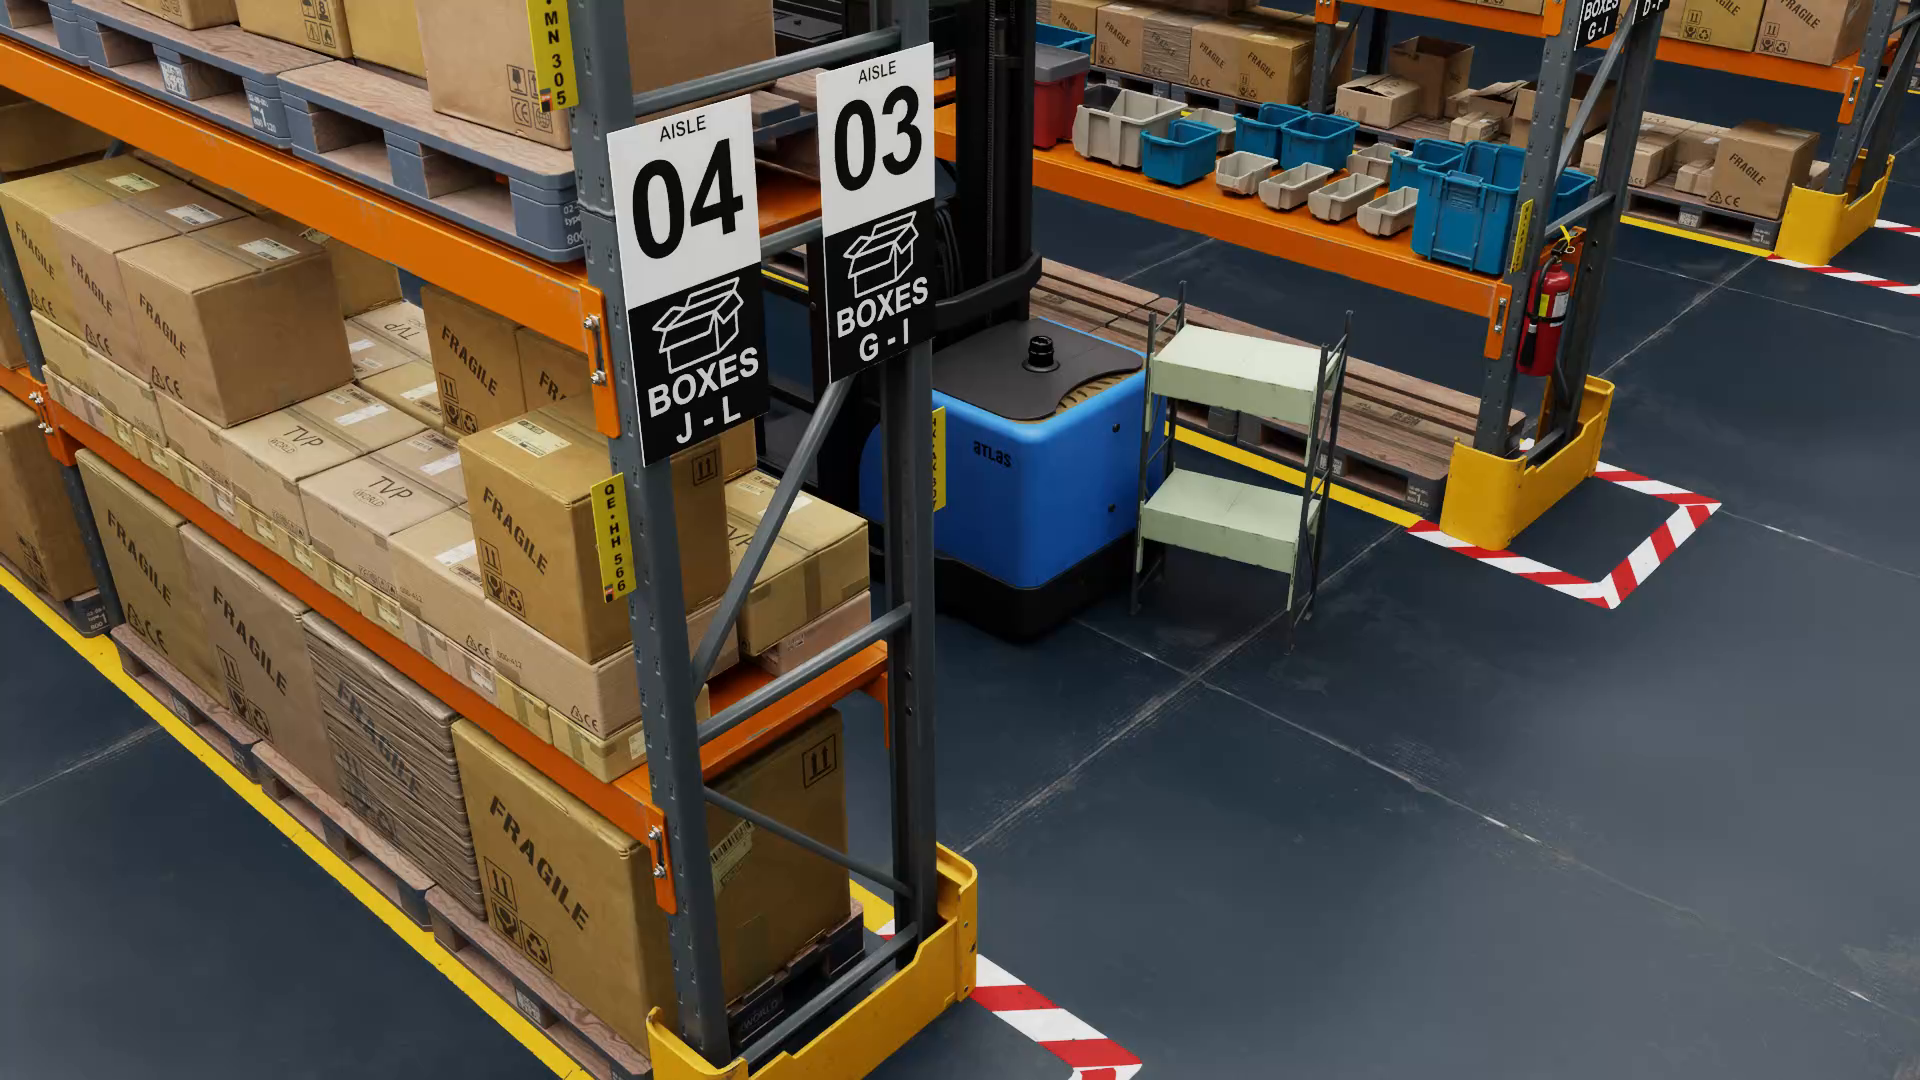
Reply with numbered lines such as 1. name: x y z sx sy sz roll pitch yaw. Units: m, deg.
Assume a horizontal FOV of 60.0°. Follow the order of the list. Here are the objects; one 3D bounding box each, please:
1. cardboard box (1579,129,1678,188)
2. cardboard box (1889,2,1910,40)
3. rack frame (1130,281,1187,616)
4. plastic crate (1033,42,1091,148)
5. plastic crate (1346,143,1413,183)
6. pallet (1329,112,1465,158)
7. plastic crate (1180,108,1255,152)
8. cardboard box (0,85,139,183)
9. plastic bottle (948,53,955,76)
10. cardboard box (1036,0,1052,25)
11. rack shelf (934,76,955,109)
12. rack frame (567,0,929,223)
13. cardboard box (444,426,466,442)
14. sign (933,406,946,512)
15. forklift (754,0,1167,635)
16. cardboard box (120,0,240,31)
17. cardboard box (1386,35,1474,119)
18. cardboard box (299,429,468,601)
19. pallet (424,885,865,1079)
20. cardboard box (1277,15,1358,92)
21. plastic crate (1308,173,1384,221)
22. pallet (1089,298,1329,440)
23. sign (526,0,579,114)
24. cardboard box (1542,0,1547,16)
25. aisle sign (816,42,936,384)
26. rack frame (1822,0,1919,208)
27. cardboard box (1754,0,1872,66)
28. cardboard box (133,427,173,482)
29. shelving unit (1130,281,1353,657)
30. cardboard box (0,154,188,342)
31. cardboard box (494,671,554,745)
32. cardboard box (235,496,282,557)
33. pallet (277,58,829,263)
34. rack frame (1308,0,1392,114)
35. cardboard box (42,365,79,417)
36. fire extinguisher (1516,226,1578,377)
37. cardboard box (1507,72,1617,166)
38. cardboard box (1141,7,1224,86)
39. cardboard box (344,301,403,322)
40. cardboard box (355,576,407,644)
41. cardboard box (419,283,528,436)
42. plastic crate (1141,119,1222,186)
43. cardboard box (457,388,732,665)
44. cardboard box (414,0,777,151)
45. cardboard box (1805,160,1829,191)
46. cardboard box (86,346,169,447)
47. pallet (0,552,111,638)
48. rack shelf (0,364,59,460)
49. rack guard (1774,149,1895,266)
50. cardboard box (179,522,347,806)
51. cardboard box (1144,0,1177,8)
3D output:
1. cardboard box: 4.944 -2.840 12.298 0.500 0.250 0.500 25 39 35
2. cardboard box: 8.560 -4.777 15.293 0.500 0.500 0.700 25 39 35
3. rack frame: 0.884 -0.388 7.440 0.023 1.500 0.400 14 34 22
4. plastic crate: 0.398 -2.535 9.432 0.583 0.464 0.402 25 39 35
5. plastic crate: 2.222 -2.004 8.868 0.298 0.136 0.250 25 39 35
6. pallet: 3.739 -3.347 13.605 1.213 0.211 1.003 25 39 35
7. plastic crate: 1.397 -2.312 9.379 0.466 0.136 0.293 25 39 35
8. cardboard box: -3.899 -1.683 7.068 0.637 0.503 0.797 24 38 34
9. plastic bottle: -0.082 -3.127 10.649 0.133 0.283 0.061 25 39 35
10. cardboard box: 0.803 -4.836 15.371 0.500 0.500 0.500 23 38 33
11. rack shelf: -1.579 -3.271 11.472 4.000 0.370 1.077 25 39 35
12. rack frame: -0.454 -2.178 3.144 0.127 3.000 1.000 25 39 35
13. cardboard box: -1.389 -0.293 5.686 0.500 0.250 0.500 24 38 34
14. sign: -0.077 -0.223 4.796 0.005 0.325 0.100 25 39 35
15. forklift: -0.465 -1.475 7.858 3.031 2.935 1.130 25 39 35
16. cardboard box: -2.111 -1.872 4.943 0.500 0.500 0.700 27 40 37
17. cardboard box: 3.843 -3.808 13.665 0.500 0.500 0.500 25 39 35
18. cardboard box: -1.745 -0.090 5.347 0.500 0.250 0.500 24 38 34
19. pallet: -1.099 1.340 5.820 1.213 0.211 1.003 25 39 35
20. cardboard box: 3.035 -4.158 14.245 0.500 0.500 0.500 23 38 33
21. plastic crate: 1.938 -1.734 8.419 0.243 0.136 0.396 25 39 35
22. pallet: 1.384 -1.030 9.757 1.213 0.211 1.003 25 39 35
23. sign: -0.828 -1.036 3.373 0.005 0.325 0.100 25 39 35
24. cardboard box: 4.555 -4.016 11.916 0.500 0.500 0.500 24 39 34
25. aisle sign: -0.199 -0.812 4.170 0.004 0.787 0.394 25 39 35
26. rack frame: 6.196 -3.395 10.981 0.127 3.000 1.000 25 39 35
27. cardboard box: 5.682 -3.489 11.040 0.500 0.500 0.500 26 40 36
28. cardboard box: -2.837 -0.383 6.222 0.250 0.149 0.380 24 38 34
29. shelving unit: 1.211 -0.304 7.300 0.755 1.500 0.431 14 34 22
30. cardboard box: -3.236 -1.114 6.321 0.500 0.500 0.500 25 39 35
31. cardboard box: -1.133 0.413 4.900 0.250 0.149 0.380 25 39 36
32. cardboard box: -2.267 -0.117 5.779 0.250 0.149 0.380 24 38 34
33. pallet: -1.011 -1.108 4.360 1.213 0.211 1.003 25 39 35
34. rack frame: 3.231 -4.780 13.281 0.127 3.000 1.000 25 39 35
35. cardboard box: -3.424 -0.655 6.674 0.250 0.149 0.380 25 39 35
36. fire extinguisher: 2.677 -1.083 7.578 0.183 0.674 0.296 25 39 35
37. cardboard box: 4.627 -3.250 12.735 0.637 0.503 0.797 25 39 35
38. cardboard box: 1.940 -4.306 14.492 0.500 0.500 0.500 26 39 36
39. cardboard box: -2.531 -0.825 6.569 0.500 0.250 0.500 26 40 36
40. cardboard box: -1.697 0.149 5.338 0.250 0.149 0.380 24 39 34
41. cardboard box: -1.388 -0.612 5.488 0.500 0.500 0.500 24 38 34
42. plastic crate: 1.175 -2.069 8.883 0.300 0.233 0.416 25 39 35
43. cardboard box: -0.992 -0.061 4.573 0.500 0.500 0.500 26 39 36
44. cardboard box: -0.875 -1.318 4.022 0.500 0.500 0.700 22 38 32
45. cardboard box: 6.116 -2.639 12.062 0.250 0.149 0.380 25 39 35
46. cardboard box: -2.882 -0.619 6.227 0.500 0.250 0.500 25 39 35
47. pallet: -4.042 -0.036 8.105 1.213 0.211 1.003 25 39 35
48. rack shelf: -4.903 -1.377 8.326 4.000 0.370 1.077 25 39 35
49. rack guard: 6.140 -2.351 11.670 0.348 0.500 1.175 25 39 35
50. cardboard box: -2.317 0.308 6.483 0.875 0.875 0.875 25 39 35
51. cardboard box: 1.893 -4.689 15.128 0.500 0.500 0.500 23 38 33
